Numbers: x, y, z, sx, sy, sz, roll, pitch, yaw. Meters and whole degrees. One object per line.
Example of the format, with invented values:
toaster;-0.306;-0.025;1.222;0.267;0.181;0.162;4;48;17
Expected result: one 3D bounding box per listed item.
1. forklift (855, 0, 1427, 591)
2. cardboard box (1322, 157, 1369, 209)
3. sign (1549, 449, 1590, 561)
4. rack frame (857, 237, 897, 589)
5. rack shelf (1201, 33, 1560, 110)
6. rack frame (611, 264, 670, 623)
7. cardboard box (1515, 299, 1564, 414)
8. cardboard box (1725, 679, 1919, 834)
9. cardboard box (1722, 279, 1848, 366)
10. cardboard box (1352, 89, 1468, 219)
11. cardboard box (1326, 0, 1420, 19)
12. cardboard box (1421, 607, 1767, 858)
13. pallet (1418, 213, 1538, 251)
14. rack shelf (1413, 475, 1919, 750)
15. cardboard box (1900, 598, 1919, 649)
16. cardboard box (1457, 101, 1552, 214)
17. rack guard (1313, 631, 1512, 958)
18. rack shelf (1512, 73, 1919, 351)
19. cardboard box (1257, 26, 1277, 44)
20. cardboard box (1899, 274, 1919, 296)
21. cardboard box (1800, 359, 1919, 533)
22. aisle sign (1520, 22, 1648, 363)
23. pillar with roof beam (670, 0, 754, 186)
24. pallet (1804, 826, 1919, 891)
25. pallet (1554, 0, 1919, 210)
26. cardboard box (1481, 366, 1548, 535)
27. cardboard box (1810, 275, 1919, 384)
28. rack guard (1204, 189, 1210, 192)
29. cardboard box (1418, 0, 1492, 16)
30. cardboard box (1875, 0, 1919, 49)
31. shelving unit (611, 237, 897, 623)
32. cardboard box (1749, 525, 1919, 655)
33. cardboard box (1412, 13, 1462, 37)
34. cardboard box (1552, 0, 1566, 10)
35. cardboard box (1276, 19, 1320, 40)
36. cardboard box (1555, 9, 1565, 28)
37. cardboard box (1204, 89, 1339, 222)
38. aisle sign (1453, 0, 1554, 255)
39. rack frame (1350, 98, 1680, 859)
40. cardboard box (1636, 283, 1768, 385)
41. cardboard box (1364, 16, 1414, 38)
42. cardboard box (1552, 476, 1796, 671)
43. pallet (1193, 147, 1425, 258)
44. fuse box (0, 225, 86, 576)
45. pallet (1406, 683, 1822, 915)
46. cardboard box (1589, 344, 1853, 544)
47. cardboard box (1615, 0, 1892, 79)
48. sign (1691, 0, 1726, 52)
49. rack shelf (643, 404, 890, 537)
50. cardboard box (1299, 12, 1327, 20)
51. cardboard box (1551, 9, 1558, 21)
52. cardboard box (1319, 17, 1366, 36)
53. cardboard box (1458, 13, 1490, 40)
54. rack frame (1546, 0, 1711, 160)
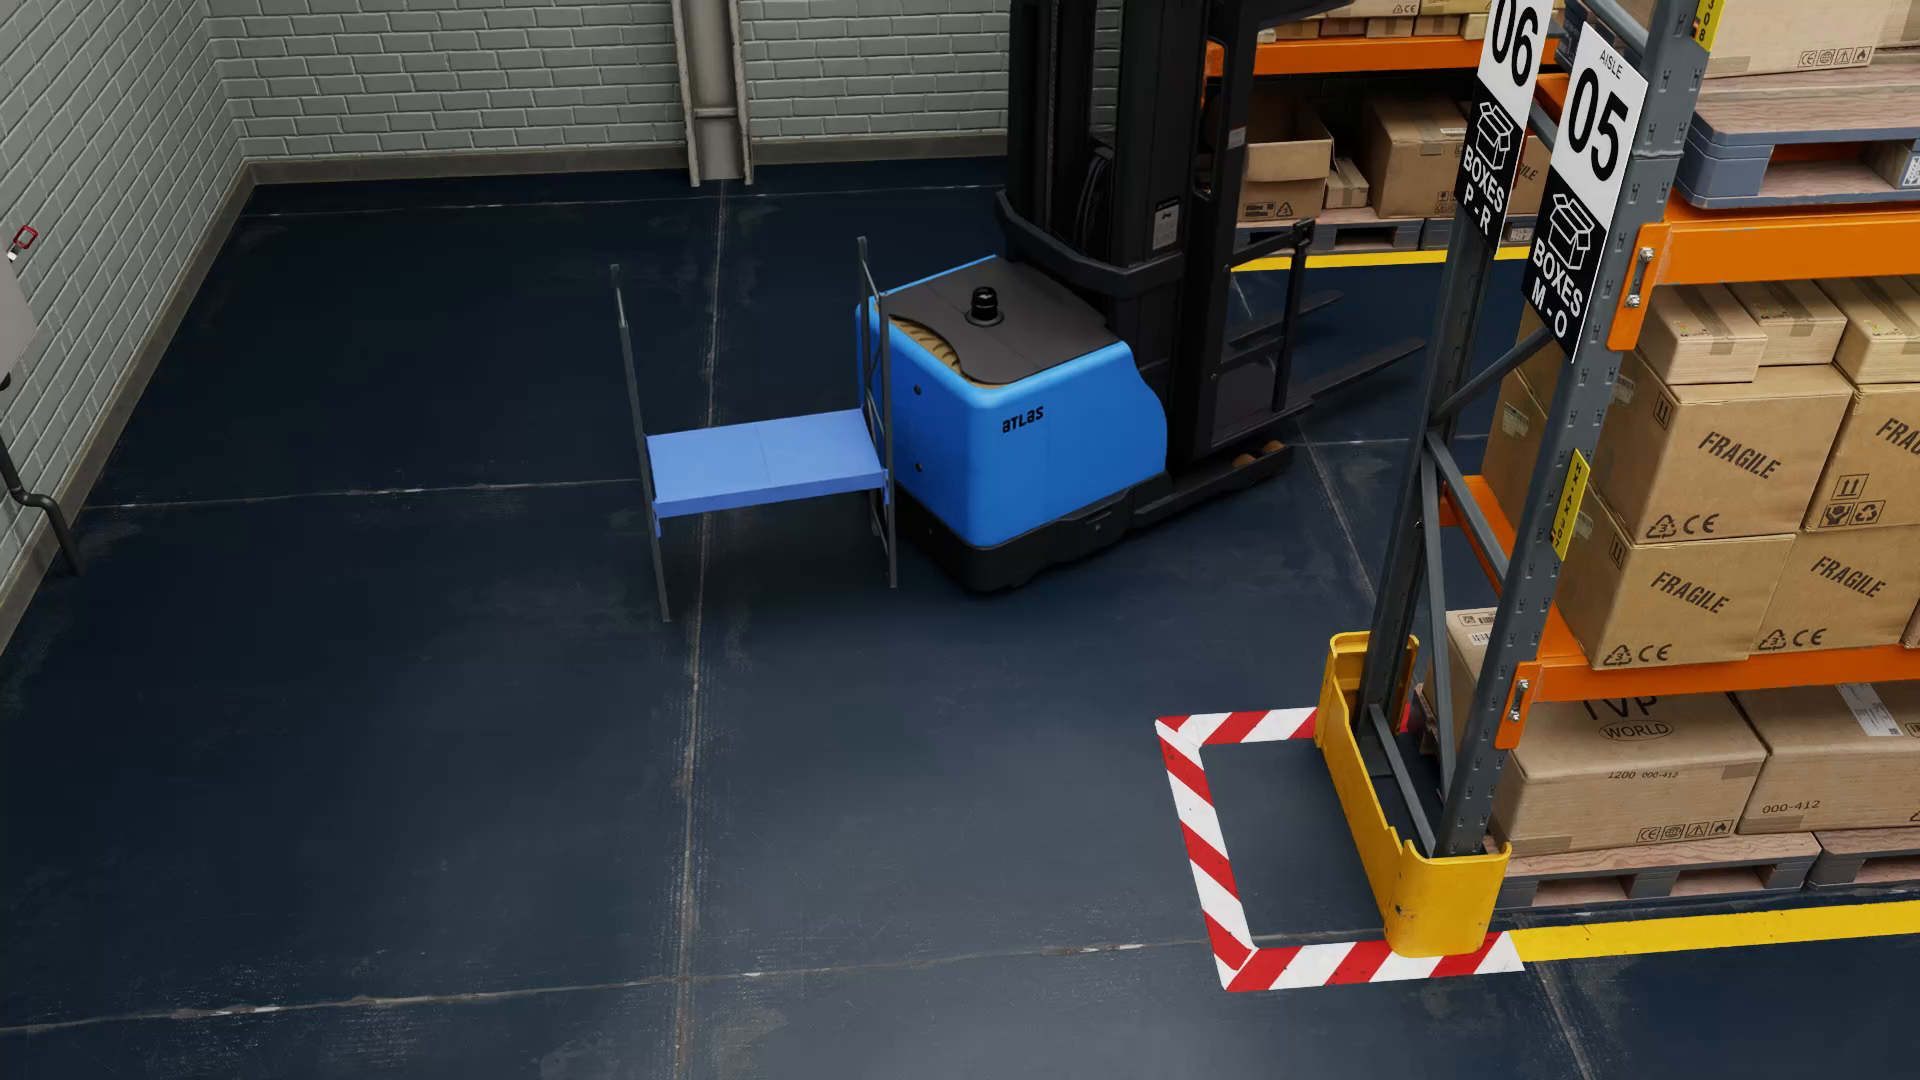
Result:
forklift;1.019;-1.645;7.469;3.031;2.935;1.130;-24;44;-27
cardboard box;2.275;-2.151;10.017;0.250;0.149;0.380;-5;39;-6
sign;1.717;-0.096;4.688;0.005;0.325;0.100;-3;38;-4
rack frame;-0.355;-0.523;7.202;0.032;1.500;0.500;-8;39;-10
rack shelf;3.223;-2.958;9.658;4.000;0.370;1.077;-3;38;-4
rack frame;-1.344;-0.377;7.017;0.032;1.500;0.500;-8;39;-10
cardboard box;2.133;-0.673;5.294;0.500;0.500;0.500;-2;38;-2
cardboard box;3.234;0.619;6.273;0.875;0.438;0.875;-2;38;-3
cardboard box;2.307;-0.662;4.755;0.250;0.149;0.380;-2;38;-3
cardboard box;2.703;-2.312;9.938;0.500;0.500;0.700;-2;38;-2
cardboard box;2.209;-3.075;9.107;0.500;0.250;0.500;-3;38;-3
cardboard box;2.323;0.675;6.203;0.875;0.438;0.875;-4;38;-6
pallet;3.313;-2.149;10.304;1.213;0.211;1.003;-3;38;-4
rack shelf;3.666;0.104;5.777;4.000;0.370;1.077;-3;38;-4
cardboard box;3.187;-0.018;5.271;0.500;0.500;0.500;-3;38;-4
cardboard box;3.239;-2.279;9.896;0.500;0.500;0.500;-2;38;-3
rack guard;1.650;0.914;6.188;0.348;0.500;1.175;-3;38;-4
rack shelf;3.666;-1.073;4.848;4.000;0.370;1.077;-3;38;-4
cardboard box;1.583;-2.881;9.182;0.250;0.149;0.380;-3;38;-4
cardboard box;2.837;-0.631;4.716;0.250;0.149;0.380;-4;38;-5
cardboard box;2.692;-0.383;4.926;0.500;0.500;0.500;-4;38;-5
aisle sign;1.628;-0.906;4.378;0.004;0.787;0.394;-3;38;-4
pillar with roof beam;-1.153;-3.238;4.589;0.400;9.000;9.100;-3;38;-4
pallet;3.676;0.869;6.478;1.213;0.211;1.003;-3;38;-4
pallet;2.412;-1.258;4.573;1.213;0.211;1.003;-3;38;-4
cardboard box;2.131;-0.297;5.624;0.500;0.500;0.500;-3;38;-4
cardboard box;2.576;-0.605;4.684;0.250;0.149;0.380;-2;38;-3
rack guard;1.306;-2.153;10.076;0.348;0.500;1.175;-3;38;-4
cardboard box;2.713;-3.105;9.144;0.500;0.250;0.500;-4;38;-5
cardboard box;2.525;-1.504;4.596;0.250;0.149;0.380;-6;39;-7
shelving unit;-0.850;-0.450;7.110;1.048;1.500;0.538;-8;39;-10
cardboard box;2.679;-0.002;5.250;0.500;0.500;0.500;-4;38;-5
cardboard box;2.612;-2.953;9.274;0.250;0.149;0.380;-3;38;-3
cardboard box;3.221;-3.146;9.197;0.500;0.250;0.500;-4;38;-5
cardboard box;1.832;-2.923;9.236;0.250;0.149;0.380;-2;38;-3
cardboard box;3.381;-3.004;9.339;0.250;0.149;0.380;-3;38;-4
cardboard box;1.848;-2.291;9.908;0.637;0.503;0.797;-5;39;-6
aisle sign;1.575;-1.276;4.847;0.004;0.787;0.394;-3;38;-4
rack frame;1.674;-0.068;5.415;0.127;3.000;1.000;-3;38;-4
cardboard box;2.052;-0.603;4.682;0.250;0.149;0.380;-2;38;-3
cardboard box;2.348;-2.935;9.251;0.250;0.149;0.380;-2;38;-3
cardboard box;2.178;0.043;5.193;0.500;0.500;0.500;-3;38;-4
pallet;2.101;-2.084;10.221;1.213;0.211;1.003;-3;38;-4
fuse box;-3.981;-0.543;7.056;0.414;1.711;0.539;-3;38;-4
pallet;2.464;0.934;6.396;1.213;0.211;1.003;-3;38;-4
cardboard box;2.177;-0.351;4.885;0.500;0.500;0.500;-4;38;-5
cardboard box;2.114;-1.471;4.473;0.500;0.250;0.500;-6;39;-8
sign;1.717;-1.277;3.756;0.005;0.325;0.100;-3;38;-4
rack shelf;-0.850;-0.309;7.221;1.000;0.185;0.538;-8;39;-10
cardboard box;1.707;-3.047;9.071;0.500;0.250;0.500;-3;38;-4
cardboard box;3.131;-2.948;9.267;0.250;0.149;0.380;-2;38;-3
cardboard box;2.090;-2.959;9.282;0.250;0.149;0.380;-4;38;-5
cardboard box;2.870;-2.921;9.233;0.250;0.149;0.380;-4;38;-5
rack frame;1.674;-2.423;3.557;0.127;3.000;1.000;-3;38;-4
